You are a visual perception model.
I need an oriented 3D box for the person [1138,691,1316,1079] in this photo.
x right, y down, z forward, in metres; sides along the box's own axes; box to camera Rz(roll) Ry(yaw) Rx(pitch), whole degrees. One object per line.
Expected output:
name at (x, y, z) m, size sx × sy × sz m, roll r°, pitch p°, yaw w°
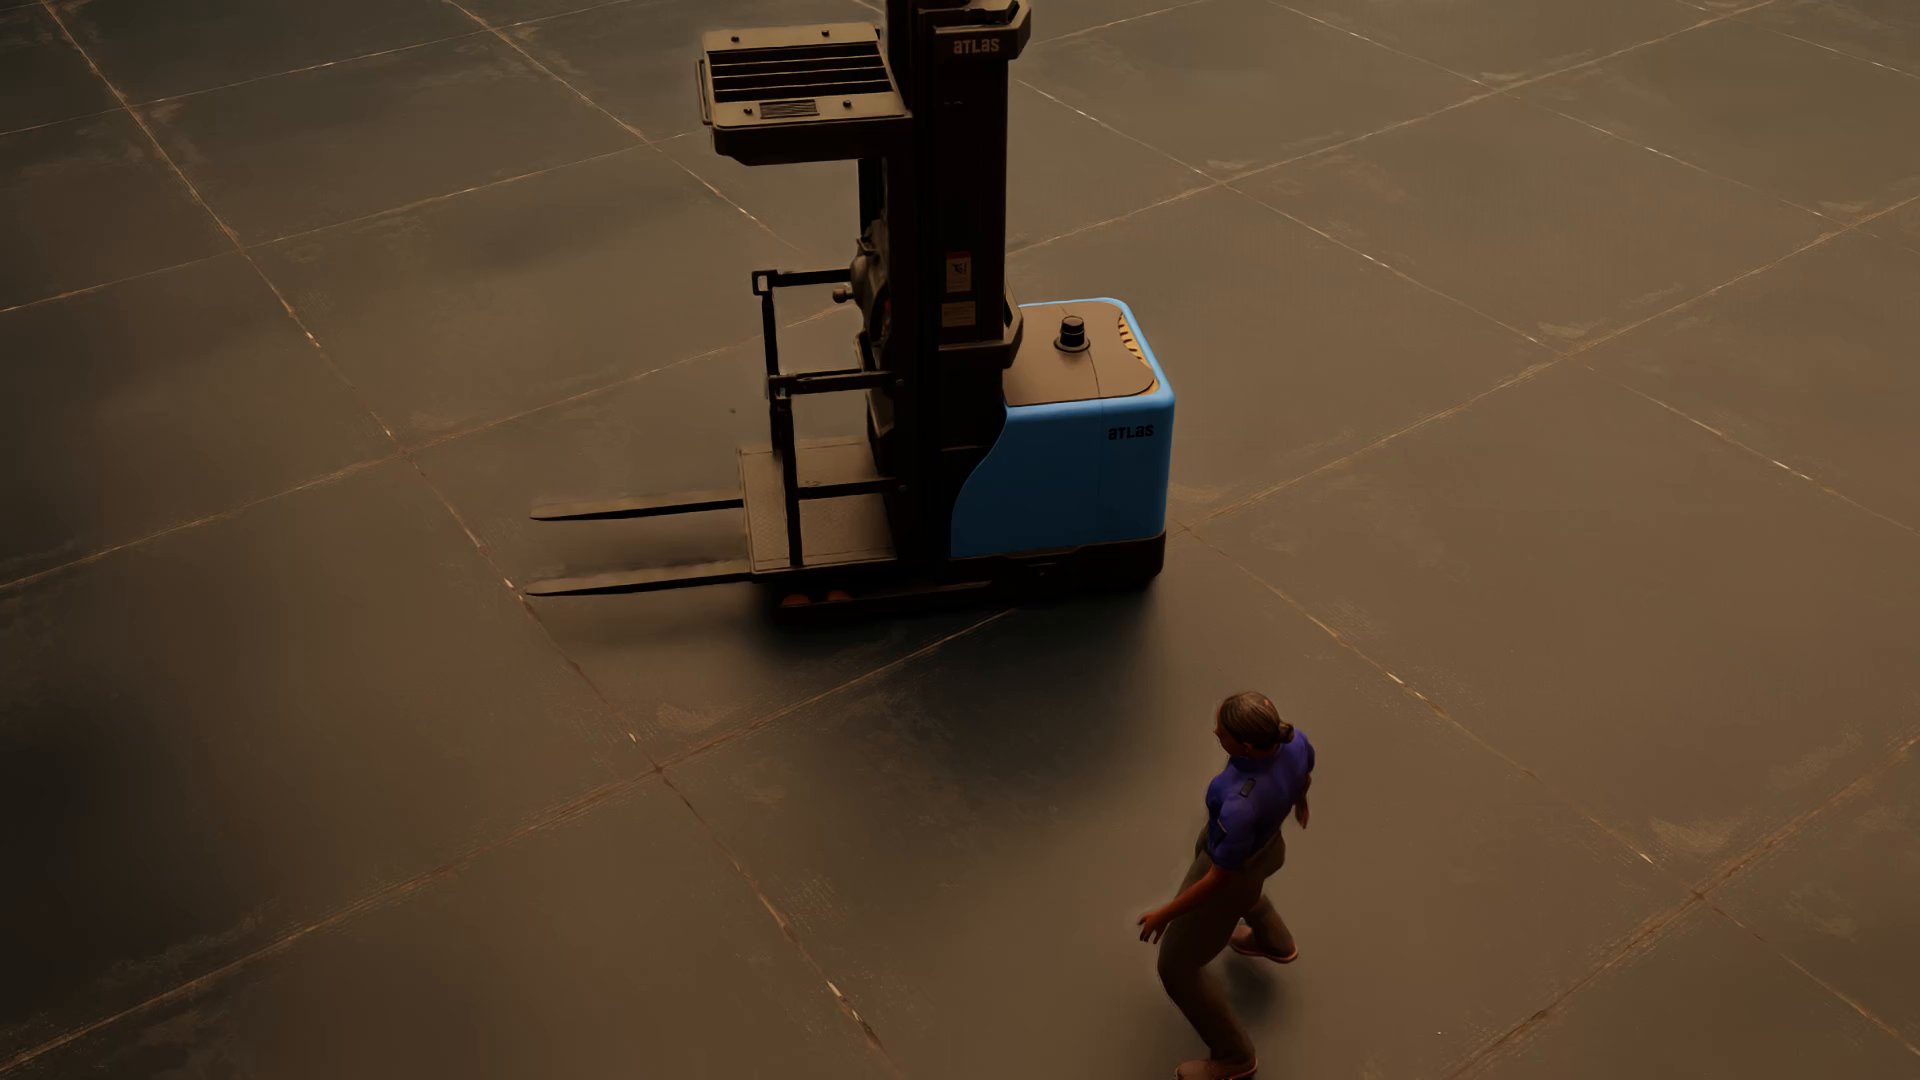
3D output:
person at (0.942, 1.079, 5.659) m, size 0.542 × 1.564 × 0.836 m, roll 24°, pitch 43°, yaw 29°

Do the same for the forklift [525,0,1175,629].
forklift at (-0.577, -1.098, 7.430) m, size 3.031 × 2.935 × 1.130 m, roll -6°, pitch 37°, yaw -8°
